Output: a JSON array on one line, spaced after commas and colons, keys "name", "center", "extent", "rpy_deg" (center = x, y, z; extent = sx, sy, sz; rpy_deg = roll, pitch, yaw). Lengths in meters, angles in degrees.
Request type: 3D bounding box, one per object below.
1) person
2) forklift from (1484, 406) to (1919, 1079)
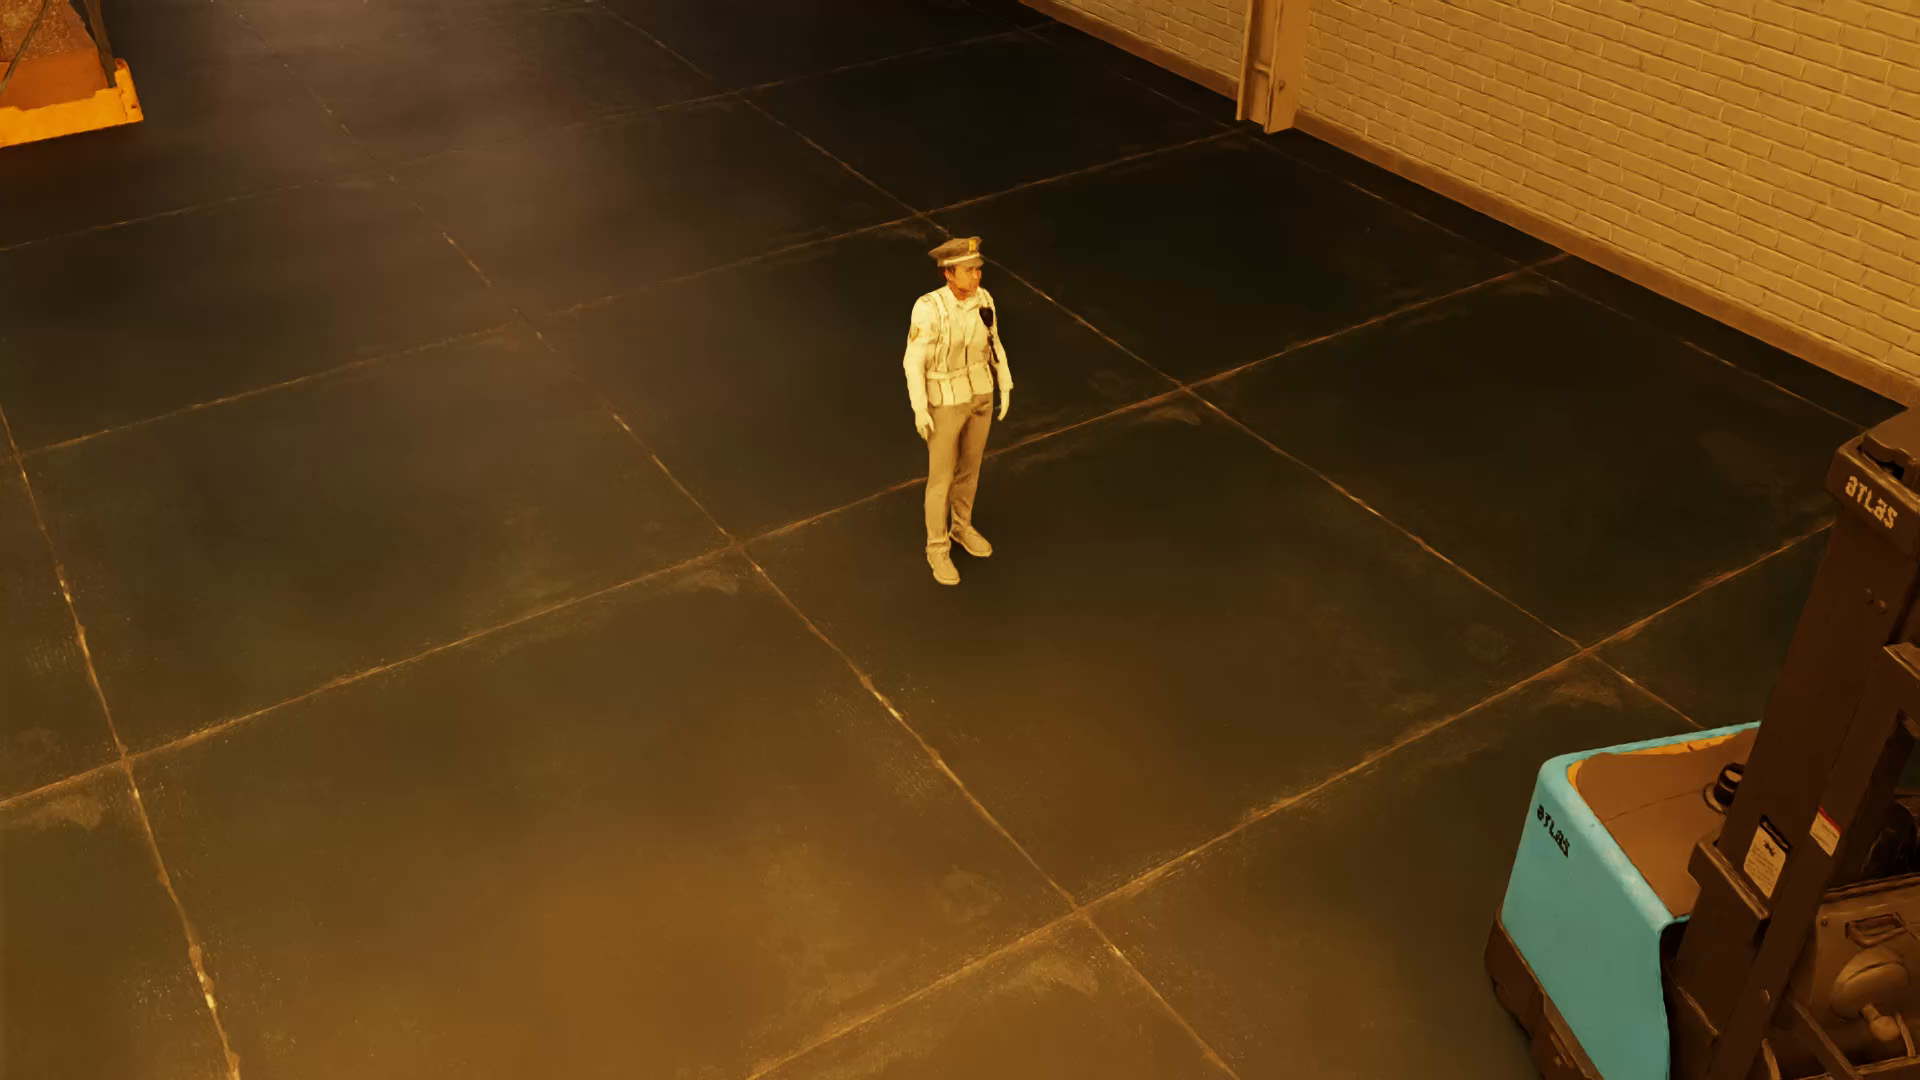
[{"name": "person", "center": [0.031, -0.665, 8.156], "extent": [0.586, 1.695, 0.532], "rpy_deg": [-21, 40, -27]}, {"name": "forklift", "center": [2.819, 1.196, 4.445], "extent": [1.130, 2.935, 3.031], "rpy_deg": [-8, 36, -11]}]
